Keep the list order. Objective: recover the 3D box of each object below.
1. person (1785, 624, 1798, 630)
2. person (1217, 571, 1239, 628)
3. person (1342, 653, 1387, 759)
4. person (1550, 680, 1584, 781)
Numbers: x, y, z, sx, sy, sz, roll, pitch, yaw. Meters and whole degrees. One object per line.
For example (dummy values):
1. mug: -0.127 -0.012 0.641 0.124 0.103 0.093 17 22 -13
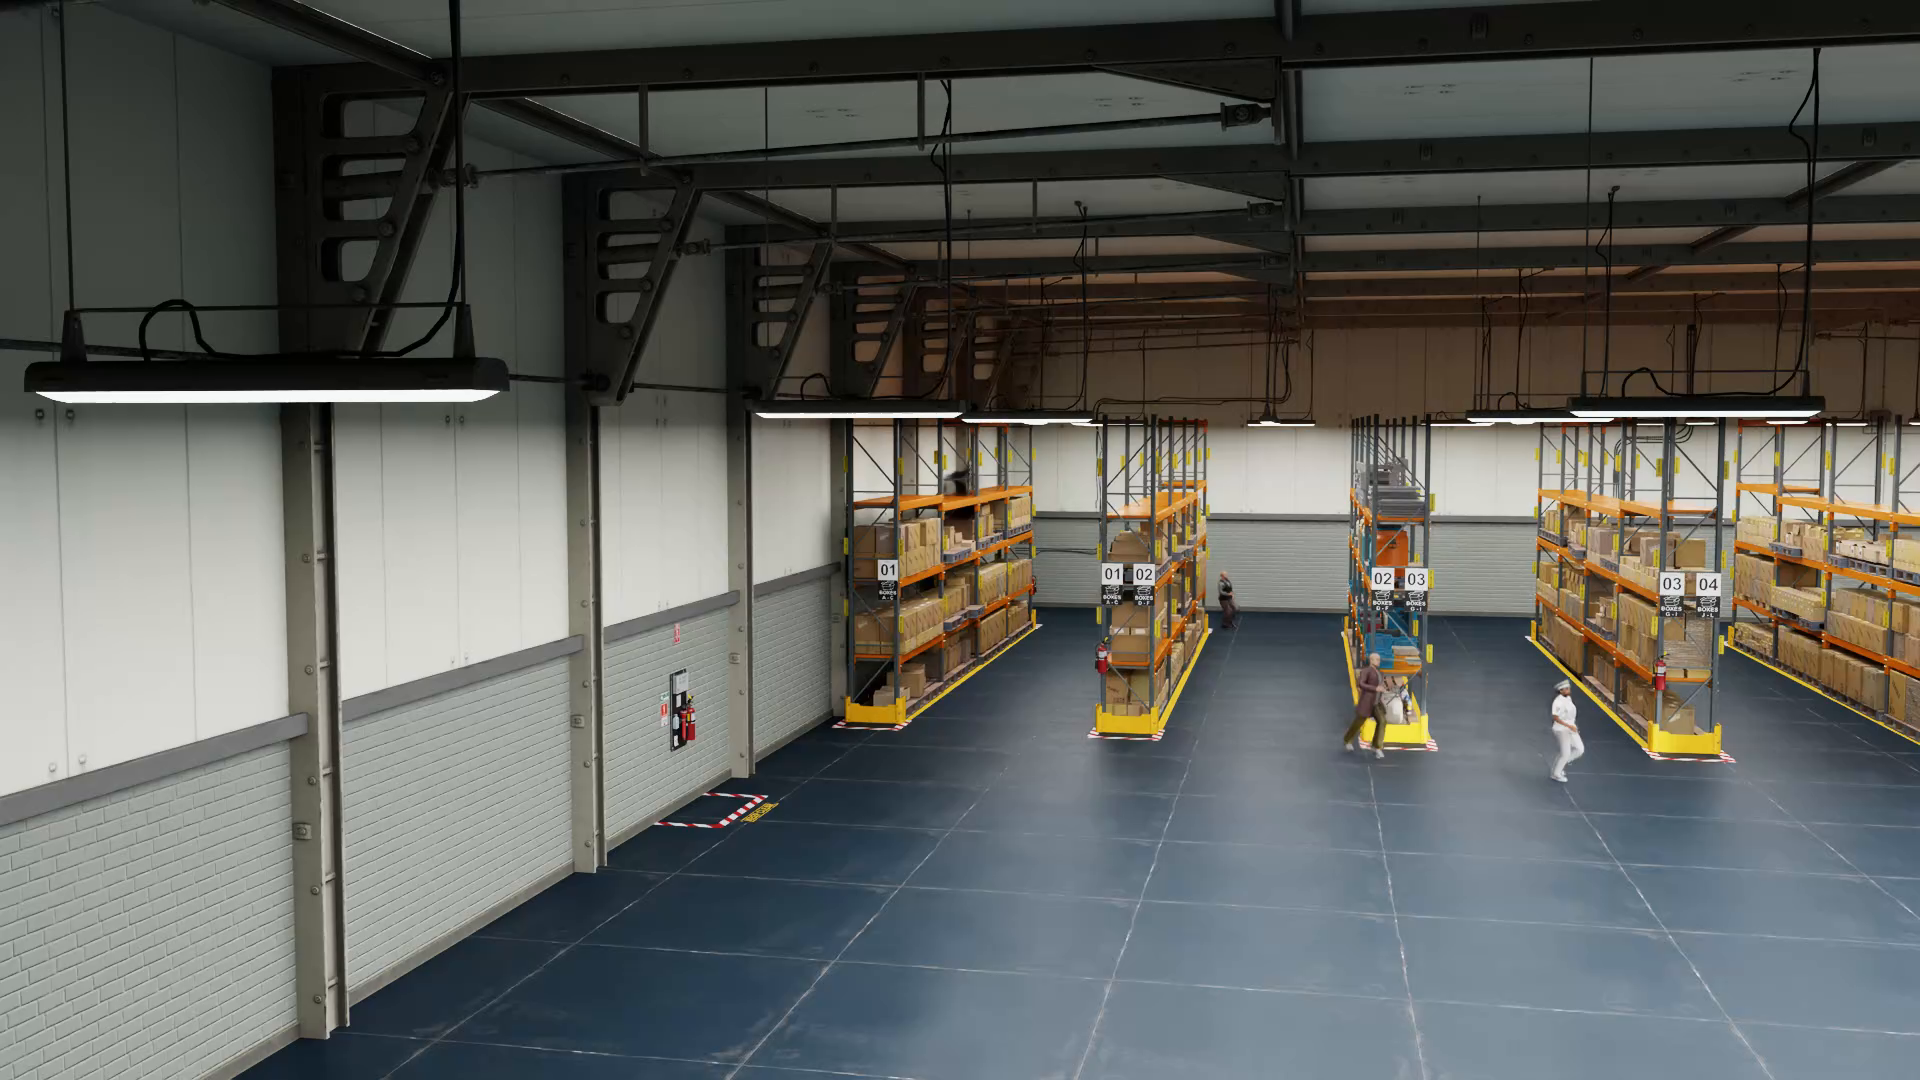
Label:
1. person: 22.221 1.916 44.530 0.739 1.722 0.559 -1 4 -17
2. person: 7.613 1.708 47.466 0.622 1.655 0.646 -3 5 -42
3. person: 7.209 2.894 29.281 0.741 1.815 0.931 -3 5 -37
4. person: 9.879 3.093 27.065 0.588 1.663 0.512 -4 5 -44
